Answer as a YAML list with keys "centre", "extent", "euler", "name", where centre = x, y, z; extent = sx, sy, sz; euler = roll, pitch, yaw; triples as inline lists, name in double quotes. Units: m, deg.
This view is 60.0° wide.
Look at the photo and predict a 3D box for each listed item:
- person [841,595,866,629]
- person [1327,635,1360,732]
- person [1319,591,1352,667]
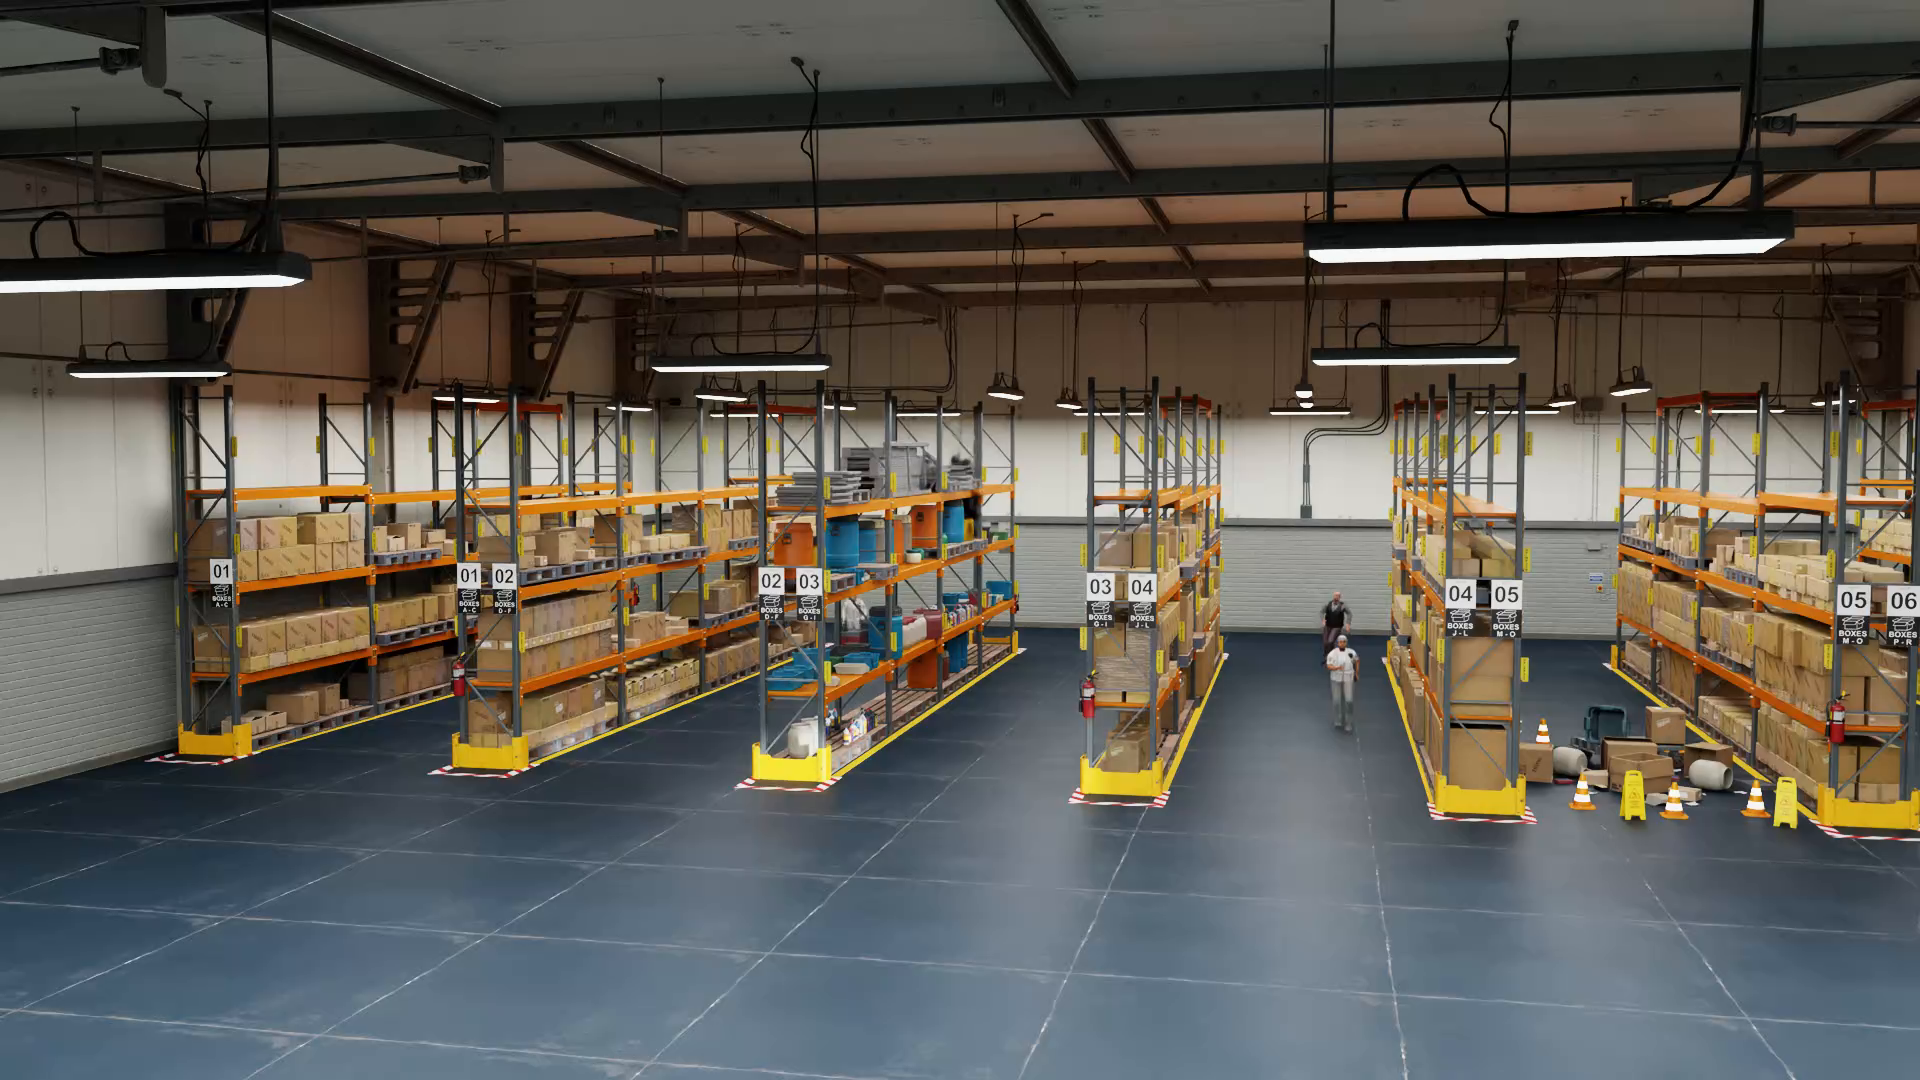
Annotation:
- centre: [-2.519, 1.902, 39.379]
  extent: [0.604, 1.544, 0.541]
  euler: [0, 3, 0]
  name: "person"
- centre: [6.779, 2.534, 29.434]
  extent: [0.576, 1.712, 0.716]
  euler: [1, 3, 13]
  name: "person"
- centre: [8.540, 2.038, 38.008]
  extent: [0.701, 1.743, 0.635]
  euler: [2, 4, 33]
  name: "person"
